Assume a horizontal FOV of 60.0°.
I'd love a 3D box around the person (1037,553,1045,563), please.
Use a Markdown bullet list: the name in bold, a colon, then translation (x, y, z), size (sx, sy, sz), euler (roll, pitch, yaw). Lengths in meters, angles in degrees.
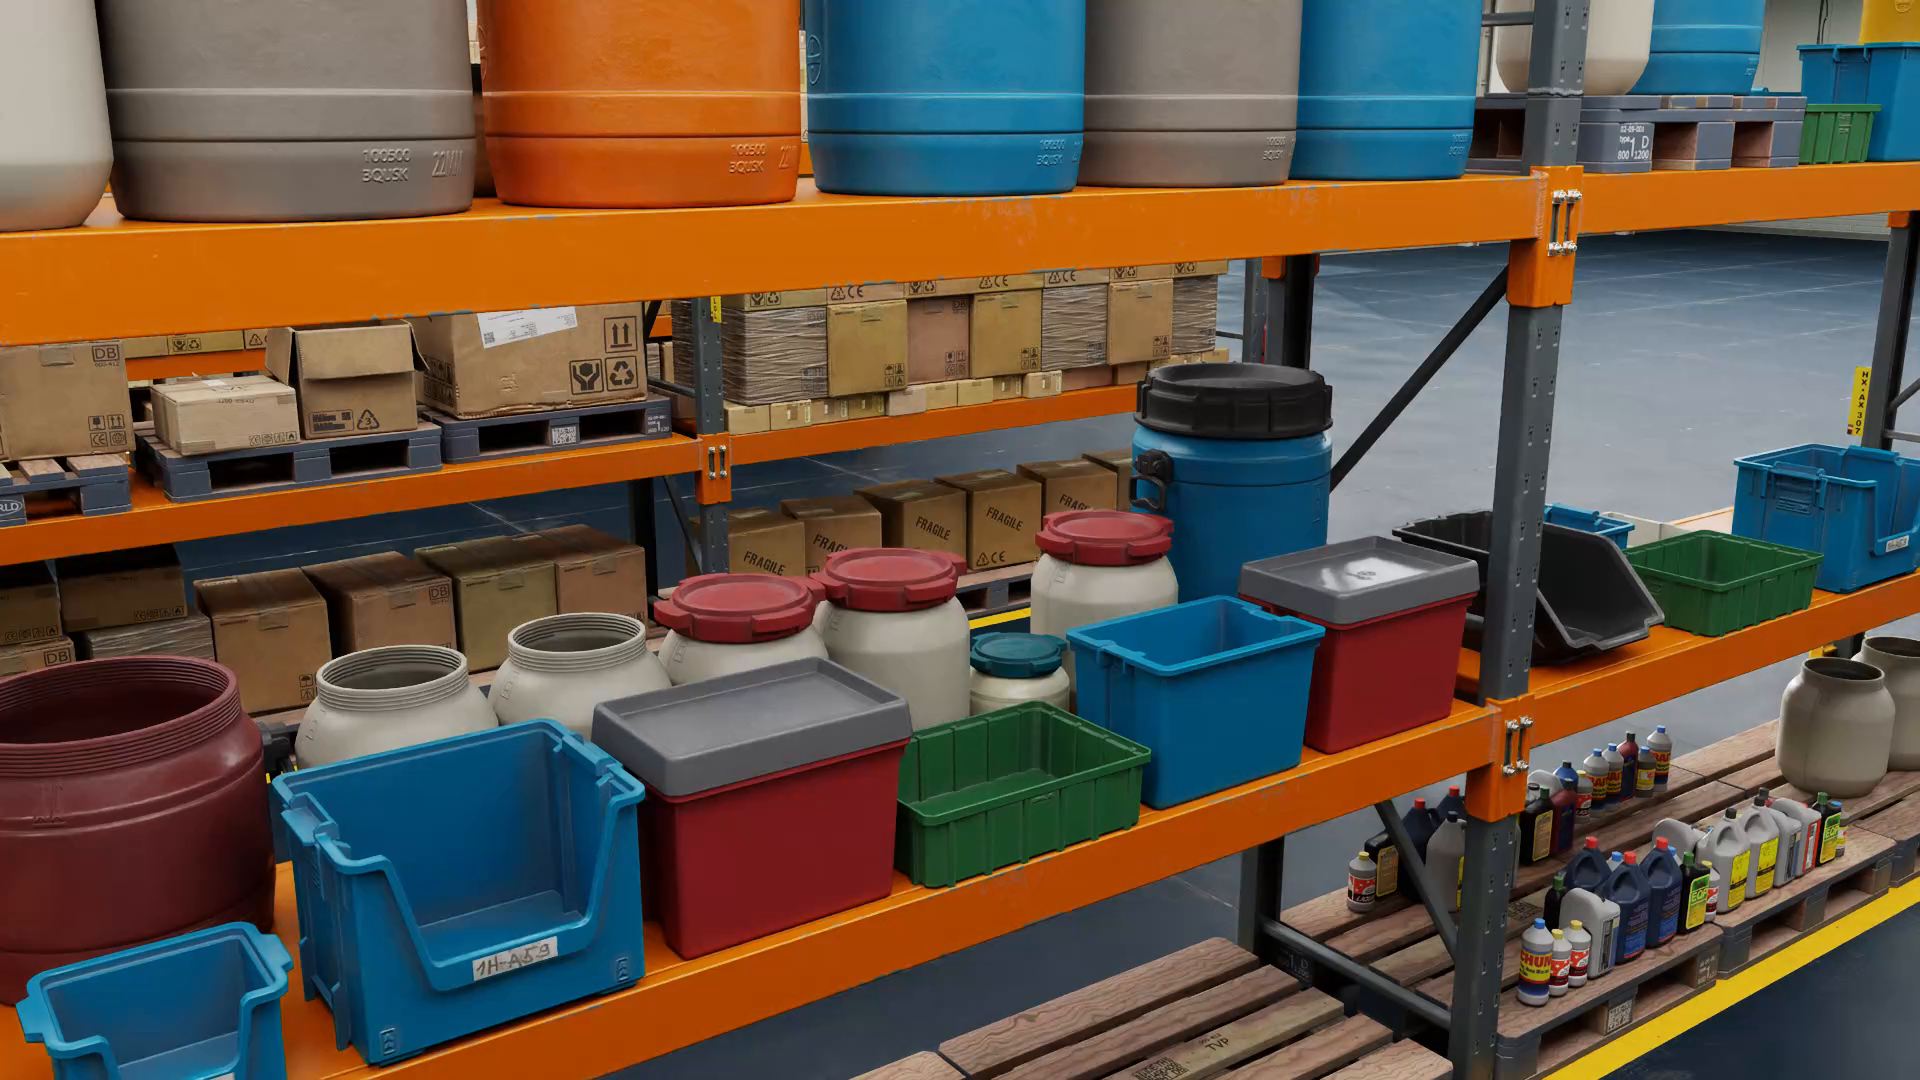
- **person**: translation (0.746, 0.451, 8.580), size (0.461, 0.808, 0.863), euler (-11, 18, -37)
